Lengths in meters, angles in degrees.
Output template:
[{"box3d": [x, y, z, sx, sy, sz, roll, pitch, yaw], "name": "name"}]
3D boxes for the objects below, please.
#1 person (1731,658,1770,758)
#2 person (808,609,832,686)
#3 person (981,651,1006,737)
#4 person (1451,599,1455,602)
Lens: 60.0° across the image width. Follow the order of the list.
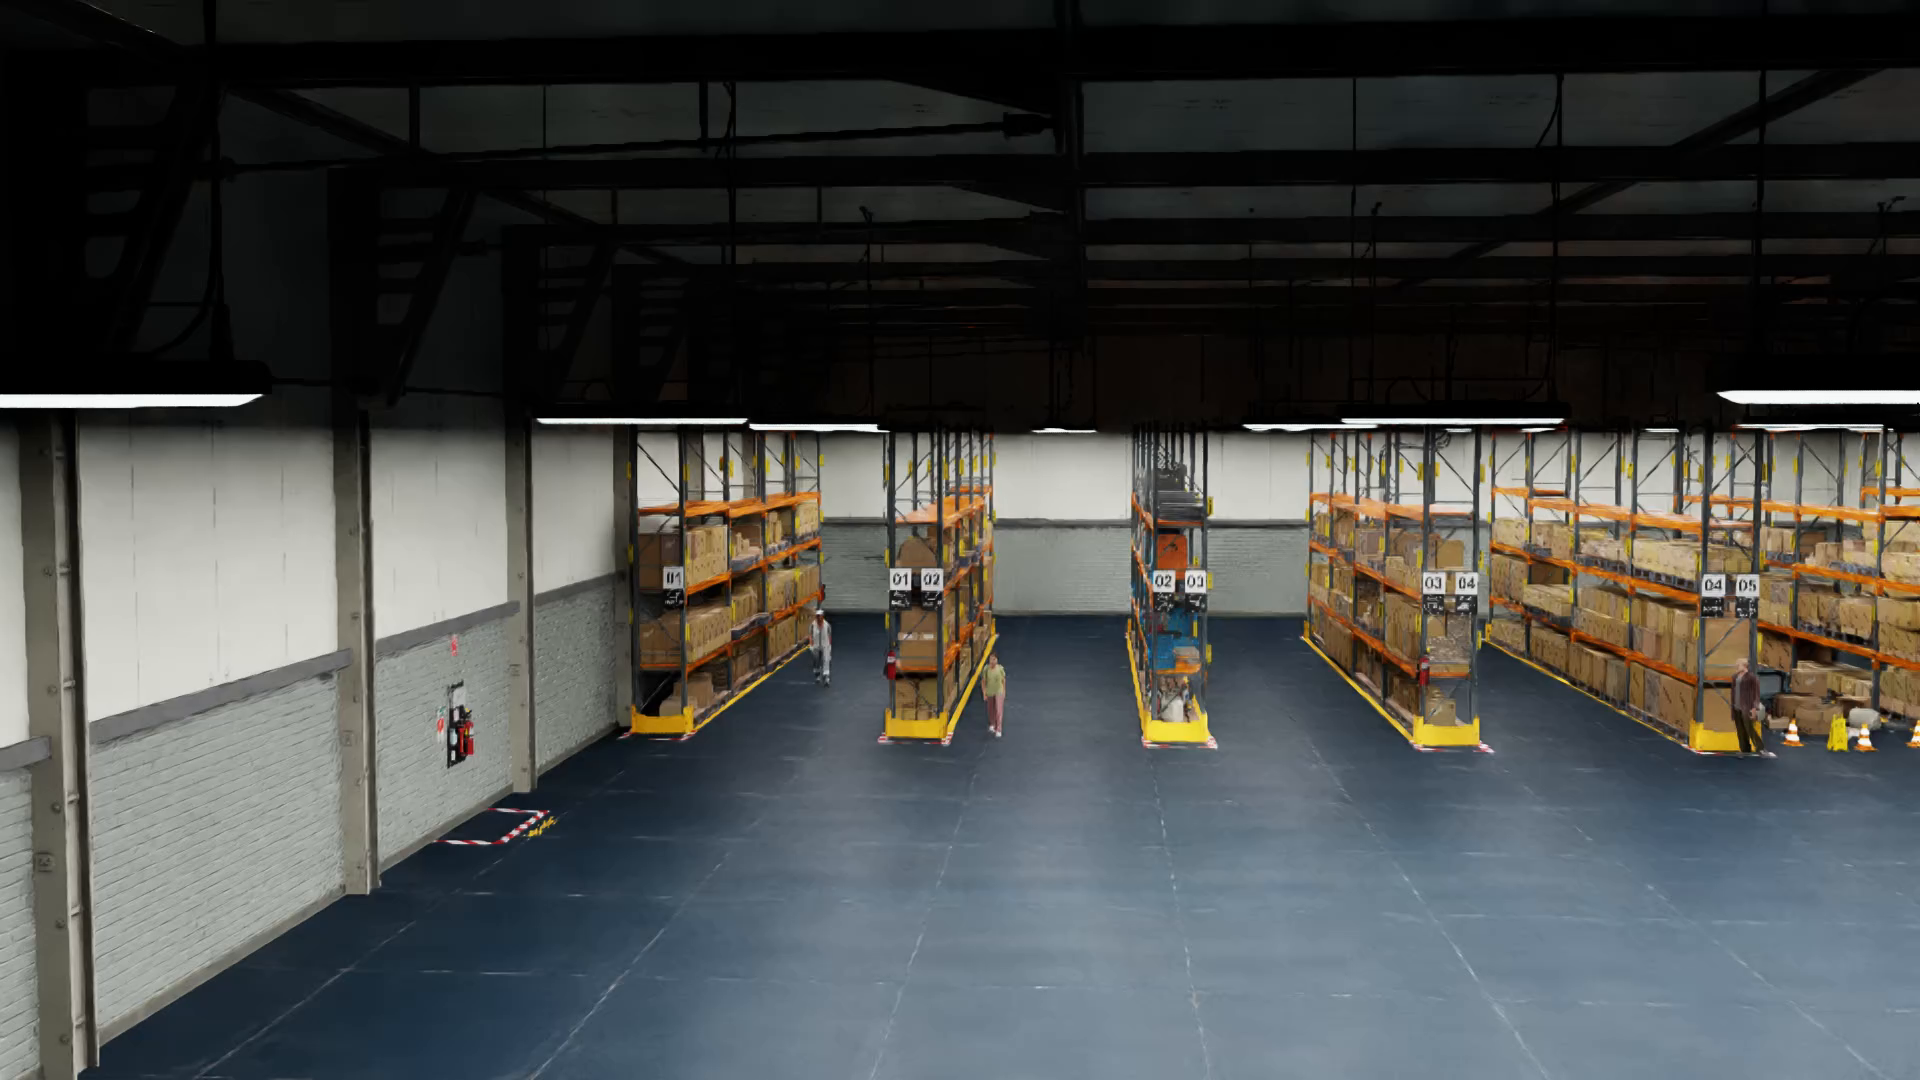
[{"box3d": [13.907, 2.967, 29.333, 0.526, 1.770, 0.753, -2, 4, -25], "name": "person"}, {"box3d": [-3.202, 2.441, 38.007, 0.528, 1.727, 1.030, 0, 4, -3], "name": "person"}, {"box3d": [0.628, 2.903, 31.646, 0.448, 1.588, 1.095, 0, 4, 6], "name": "person"}, {"box3d": [13.304, 1.957, 45.932, 0.729, 1.733, 0.546, 0, 4, 3], "name": "person"}]
